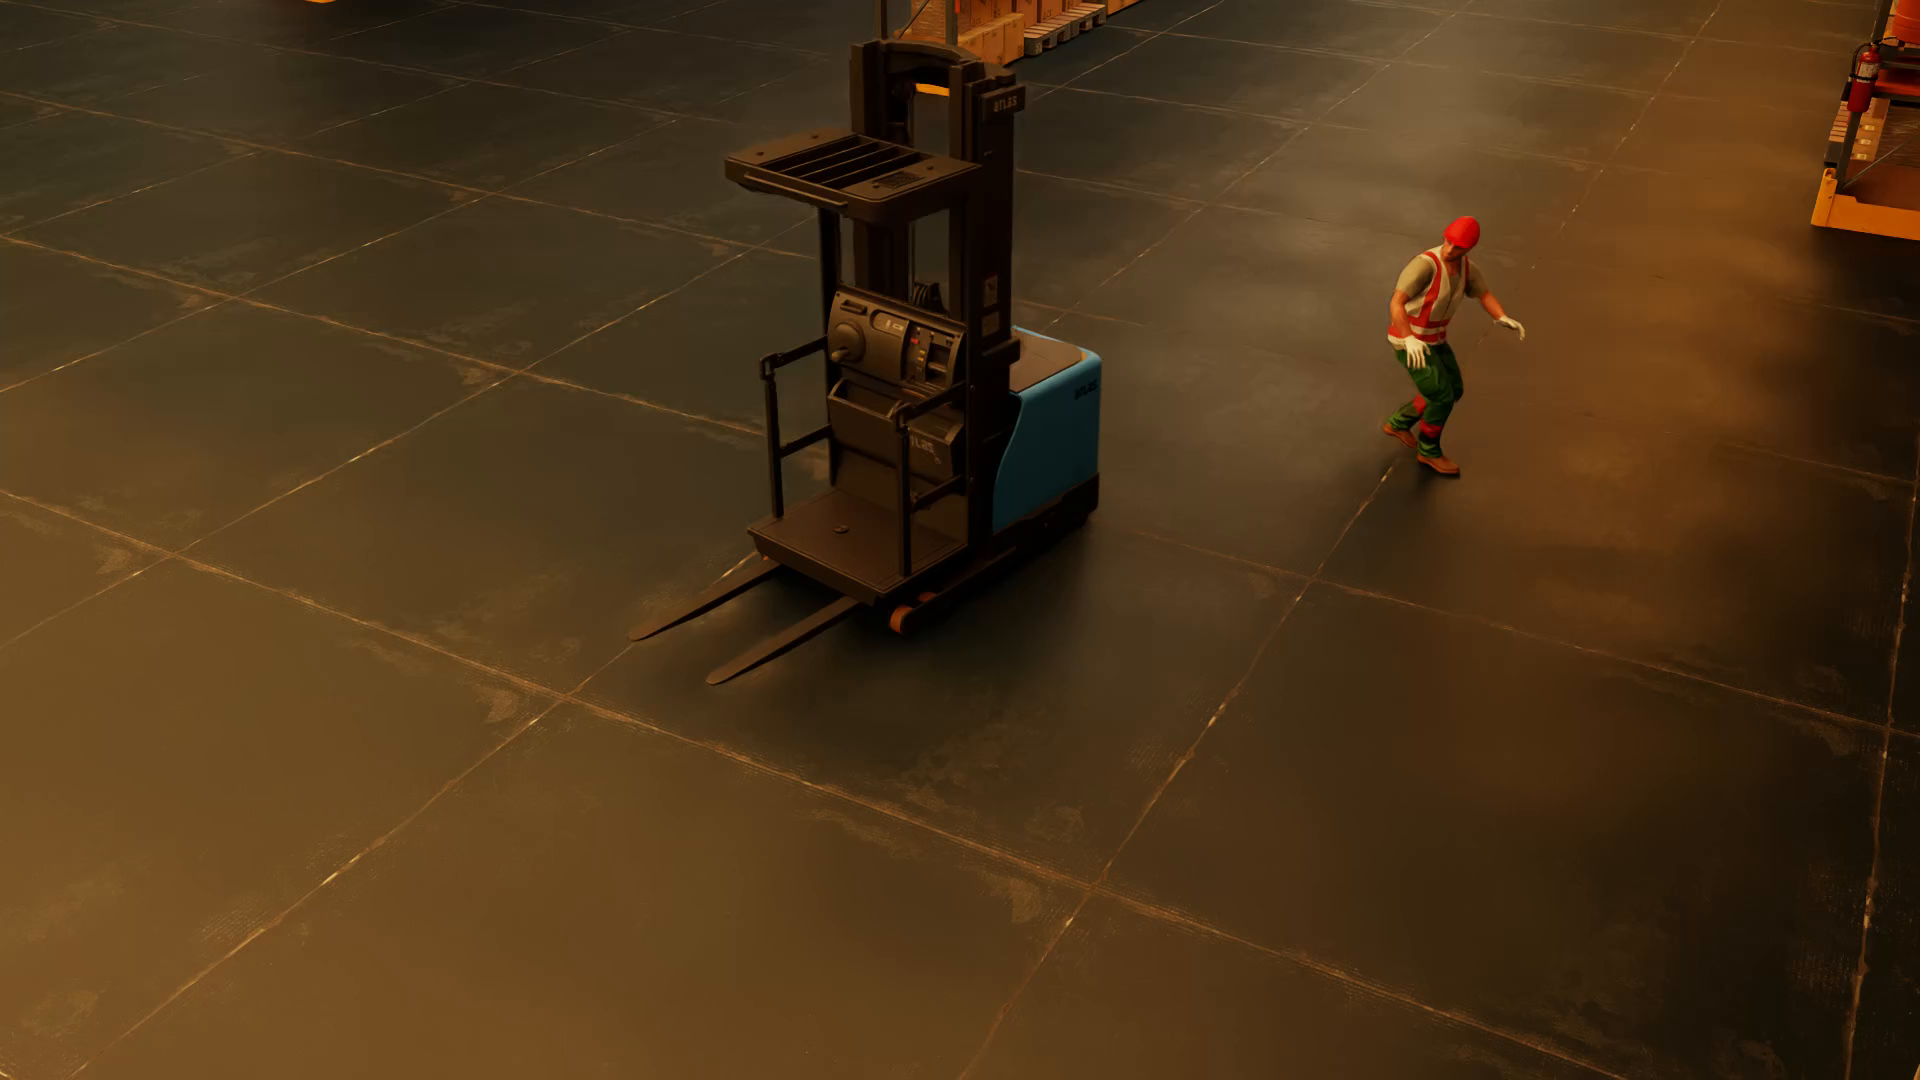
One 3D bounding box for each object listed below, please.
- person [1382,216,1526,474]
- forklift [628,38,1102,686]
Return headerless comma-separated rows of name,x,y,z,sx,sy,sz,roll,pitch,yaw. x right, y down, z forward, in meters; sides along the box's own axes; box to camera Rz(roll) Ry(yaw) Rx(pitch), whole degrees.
person,3.051,-1.203,10.417,0.784,1.663,0.859,25,38,36
forklift,-0.494,-1.032,8.859,1.130,2.935,3.031,23,37,35
